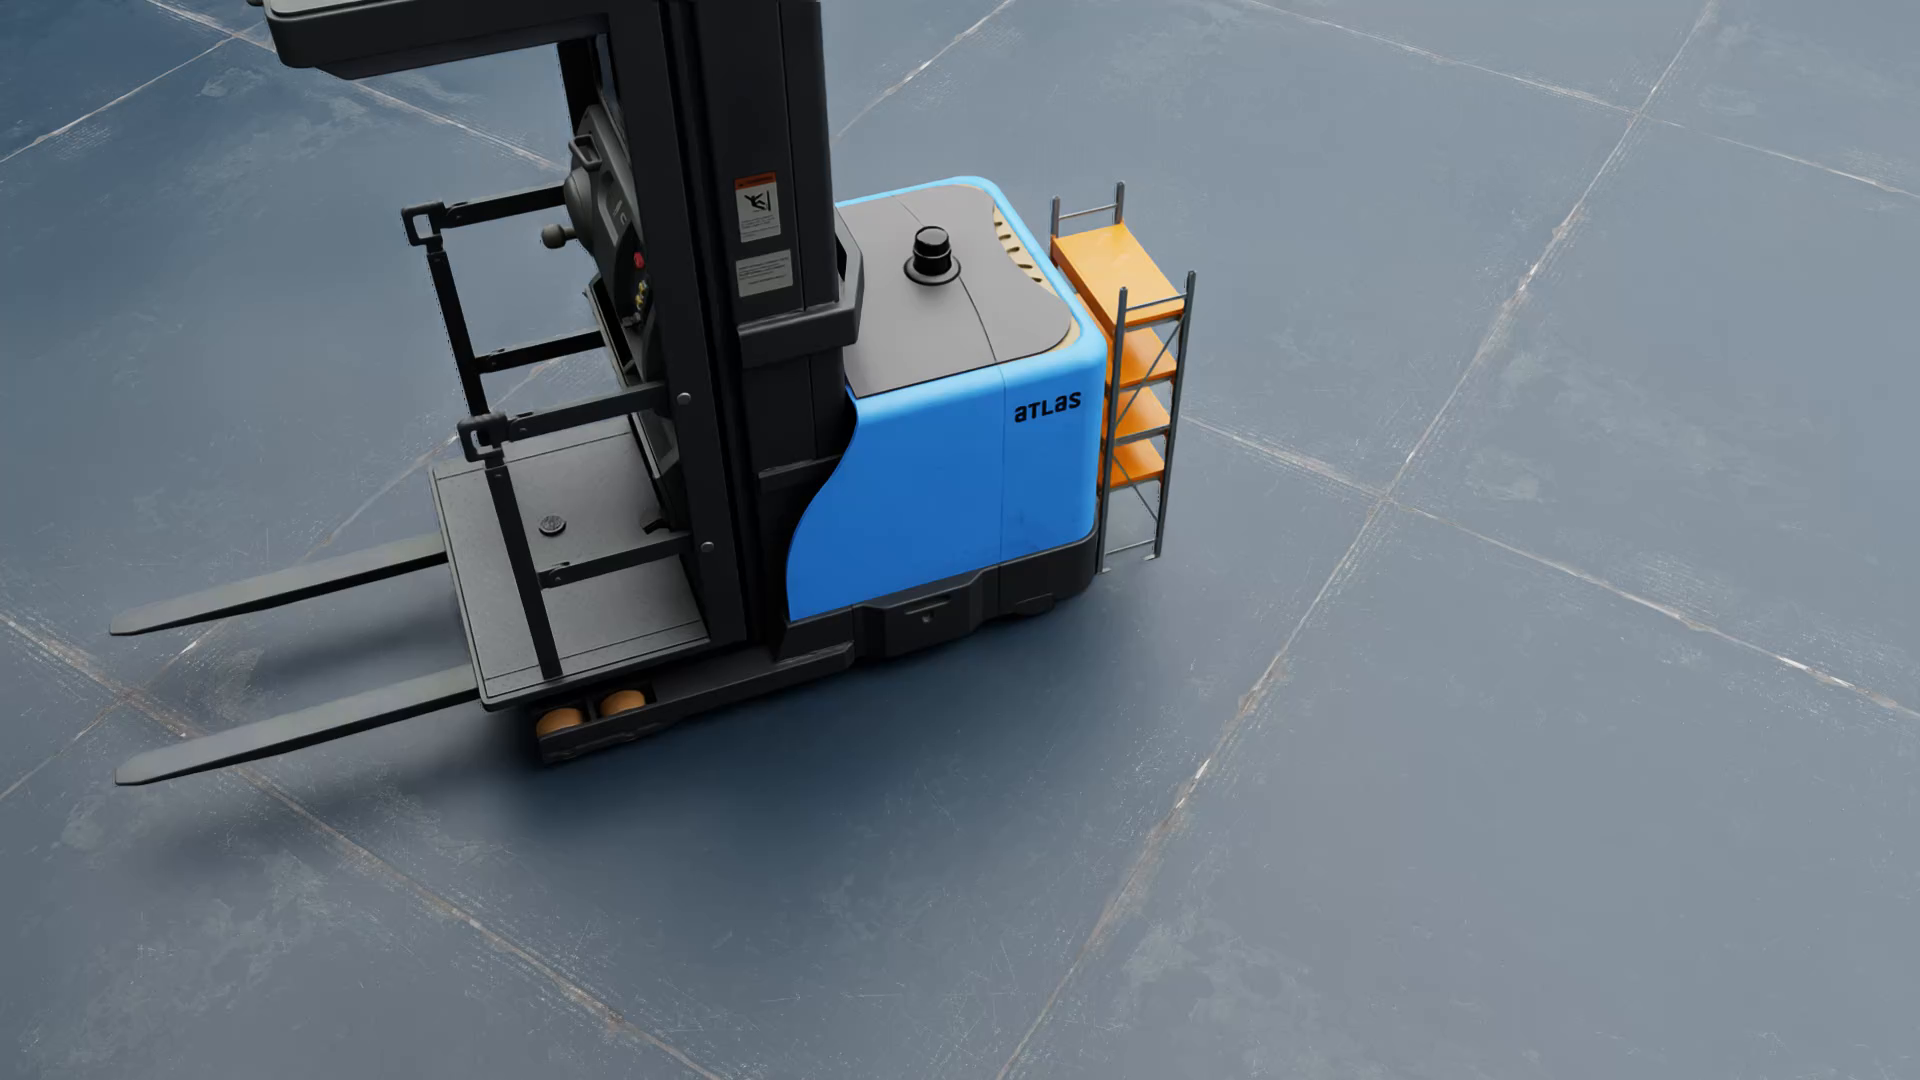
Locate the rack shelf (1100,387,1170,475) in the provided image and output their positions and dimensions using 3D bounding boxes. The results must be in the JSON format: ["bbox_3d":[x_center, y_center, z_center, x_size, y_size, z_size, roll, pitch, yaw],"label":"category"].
[{"bbox_3d":[0.485,-0.451,5.445,0.258,0.148,0.480,-15,48,-15],"label":"rack shelf"}]

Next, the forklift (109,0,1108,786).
[{"bbox_3d":[-1.125,-0.779,4.464,3.031,2.935,1.130,-15,48,-15],"label":"forklift"}]

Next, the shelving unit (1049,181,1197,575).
[{"bbox_3d":[0.485,-0.498,5.397,0.258,1.200,0.503,-15,48,-15],"label":"shelving unit"}]

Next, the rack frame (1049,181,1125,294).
[{"bbox_3d":[0.397,-0.661,5.555,0.240,1.200,0.015,-15,48,-15],"label":"rack frame"}]

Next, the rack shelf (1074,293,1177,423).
[{"bbox_3d":[0.485,-0.607,5.284,0.258,0.148,0.480,-15,48,-15],"label":"rack shelf"}]

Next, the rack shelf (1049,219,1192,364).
[{"bbox_3d":[0.485,-0.771,5.115,0.258,0.148,0.480,-15,48,-15],"label":"rack shelf"}]

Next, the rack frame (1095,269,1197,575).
[{"bbox_3d":[0.573,-0.334,5.238,0.240,1.200,0.015,-15,48,-15],"label":"rack frame"}]

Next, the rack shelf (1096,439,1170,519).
[{"bbox_3d":[0.485,-0.312,5.587,0.258,0.148,0.480,-15,48,-15],"label":"rack shelf"}]
